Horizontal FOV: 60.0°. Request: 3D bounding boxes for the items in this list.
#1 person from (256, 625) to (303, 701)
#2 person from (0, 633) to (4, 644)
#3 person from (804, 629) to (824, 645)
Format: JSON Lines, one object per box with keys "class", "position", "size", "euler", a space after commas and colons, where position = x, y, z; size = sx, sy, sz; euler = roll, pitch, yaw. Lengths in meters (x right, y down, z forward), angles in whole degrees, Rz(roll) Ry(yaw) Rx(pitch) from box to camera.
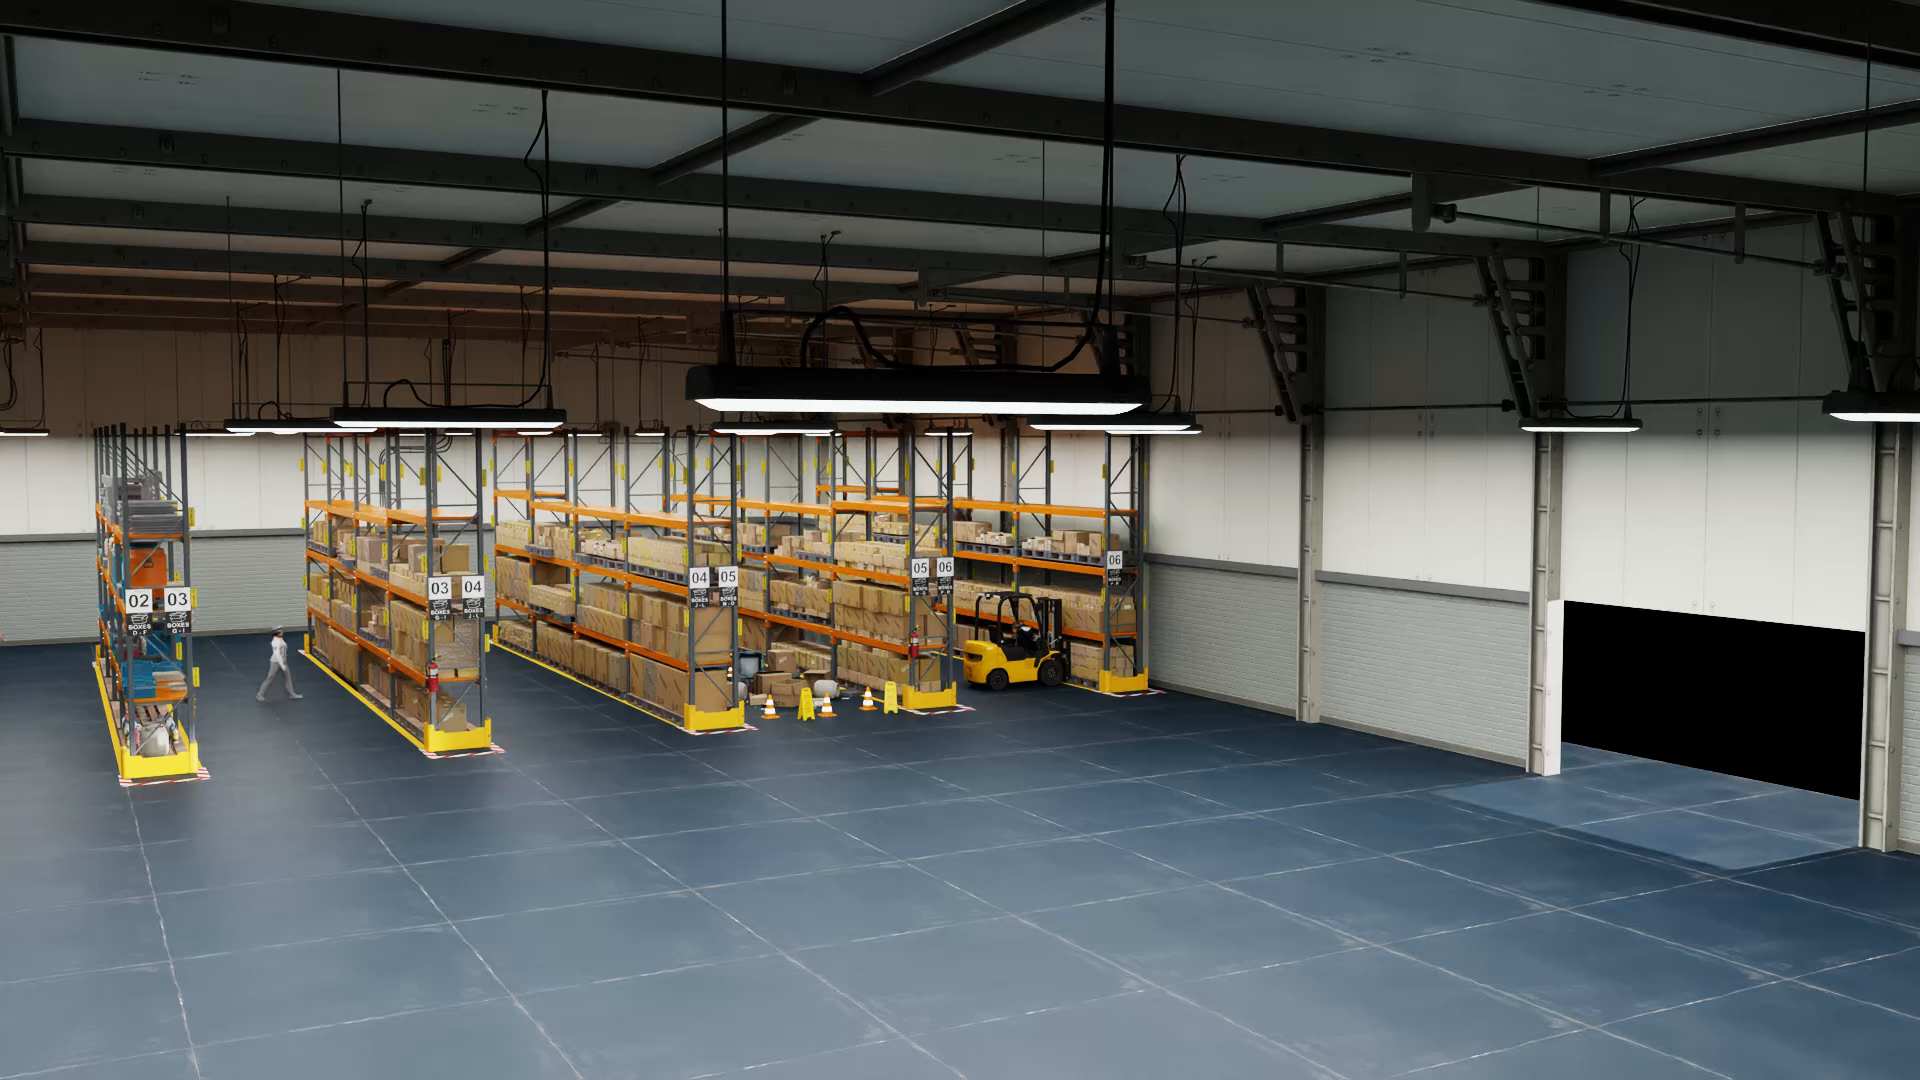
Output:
{"class": "person", "position": [-14.933, 2.692, 36.426], "size": [0.890, 1.641, 0.573], "euler": [0, 3, -1]}
{"class": "person", "position": [-23.643, 2.430, 40.451], "size": [0.677, 1.677, 1.021], "euler": [-2, 4, -30]}
{"class": "person", "position": [-3.983, 1.966, 44.975], "size": [0.530, 1.789, 0.593], "euler": [-2, 4, -35]}
